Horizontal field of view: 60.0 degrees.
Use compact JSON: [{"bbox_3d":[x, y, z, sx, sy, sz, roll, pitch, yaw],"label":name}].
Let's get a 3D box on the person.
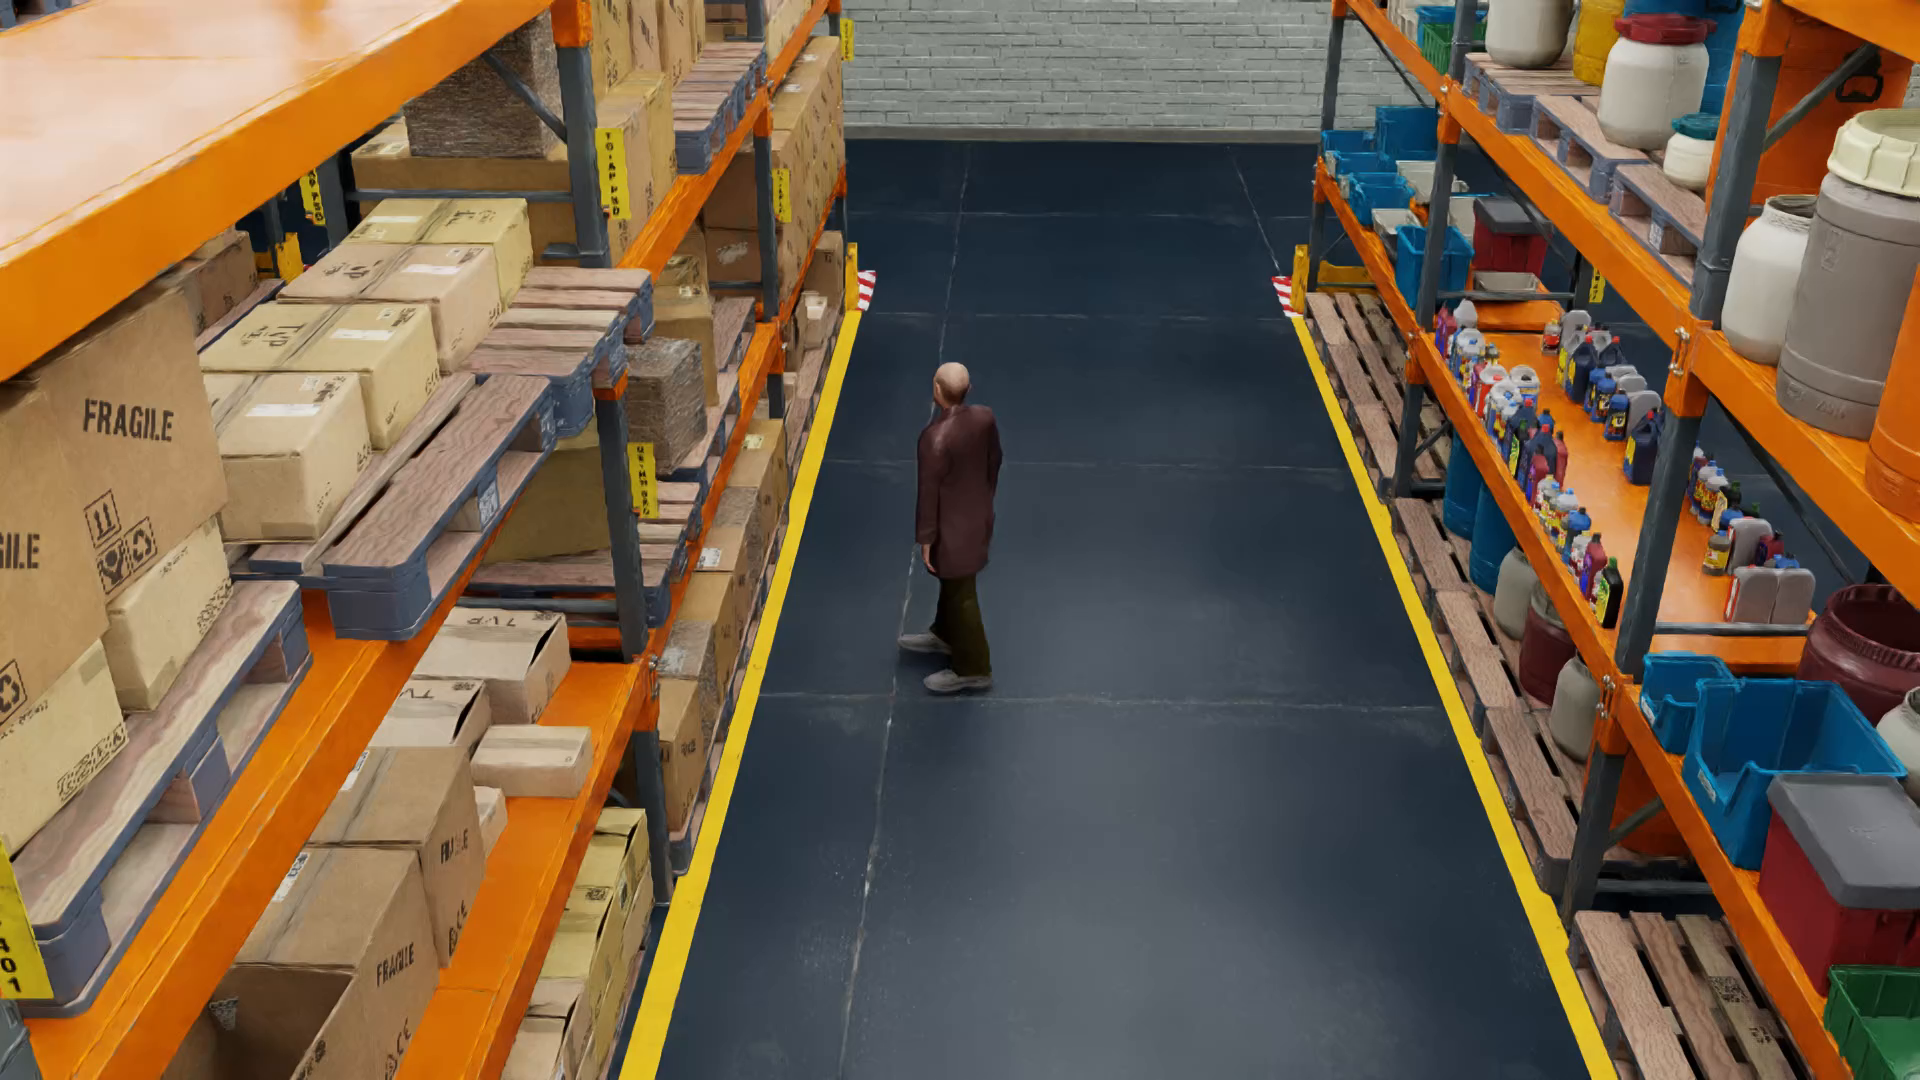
[{"bbox_3d":[-0.053,-0.101,8.806,0.645,1.780,0.677,16,32,28],"label":"person"}]
